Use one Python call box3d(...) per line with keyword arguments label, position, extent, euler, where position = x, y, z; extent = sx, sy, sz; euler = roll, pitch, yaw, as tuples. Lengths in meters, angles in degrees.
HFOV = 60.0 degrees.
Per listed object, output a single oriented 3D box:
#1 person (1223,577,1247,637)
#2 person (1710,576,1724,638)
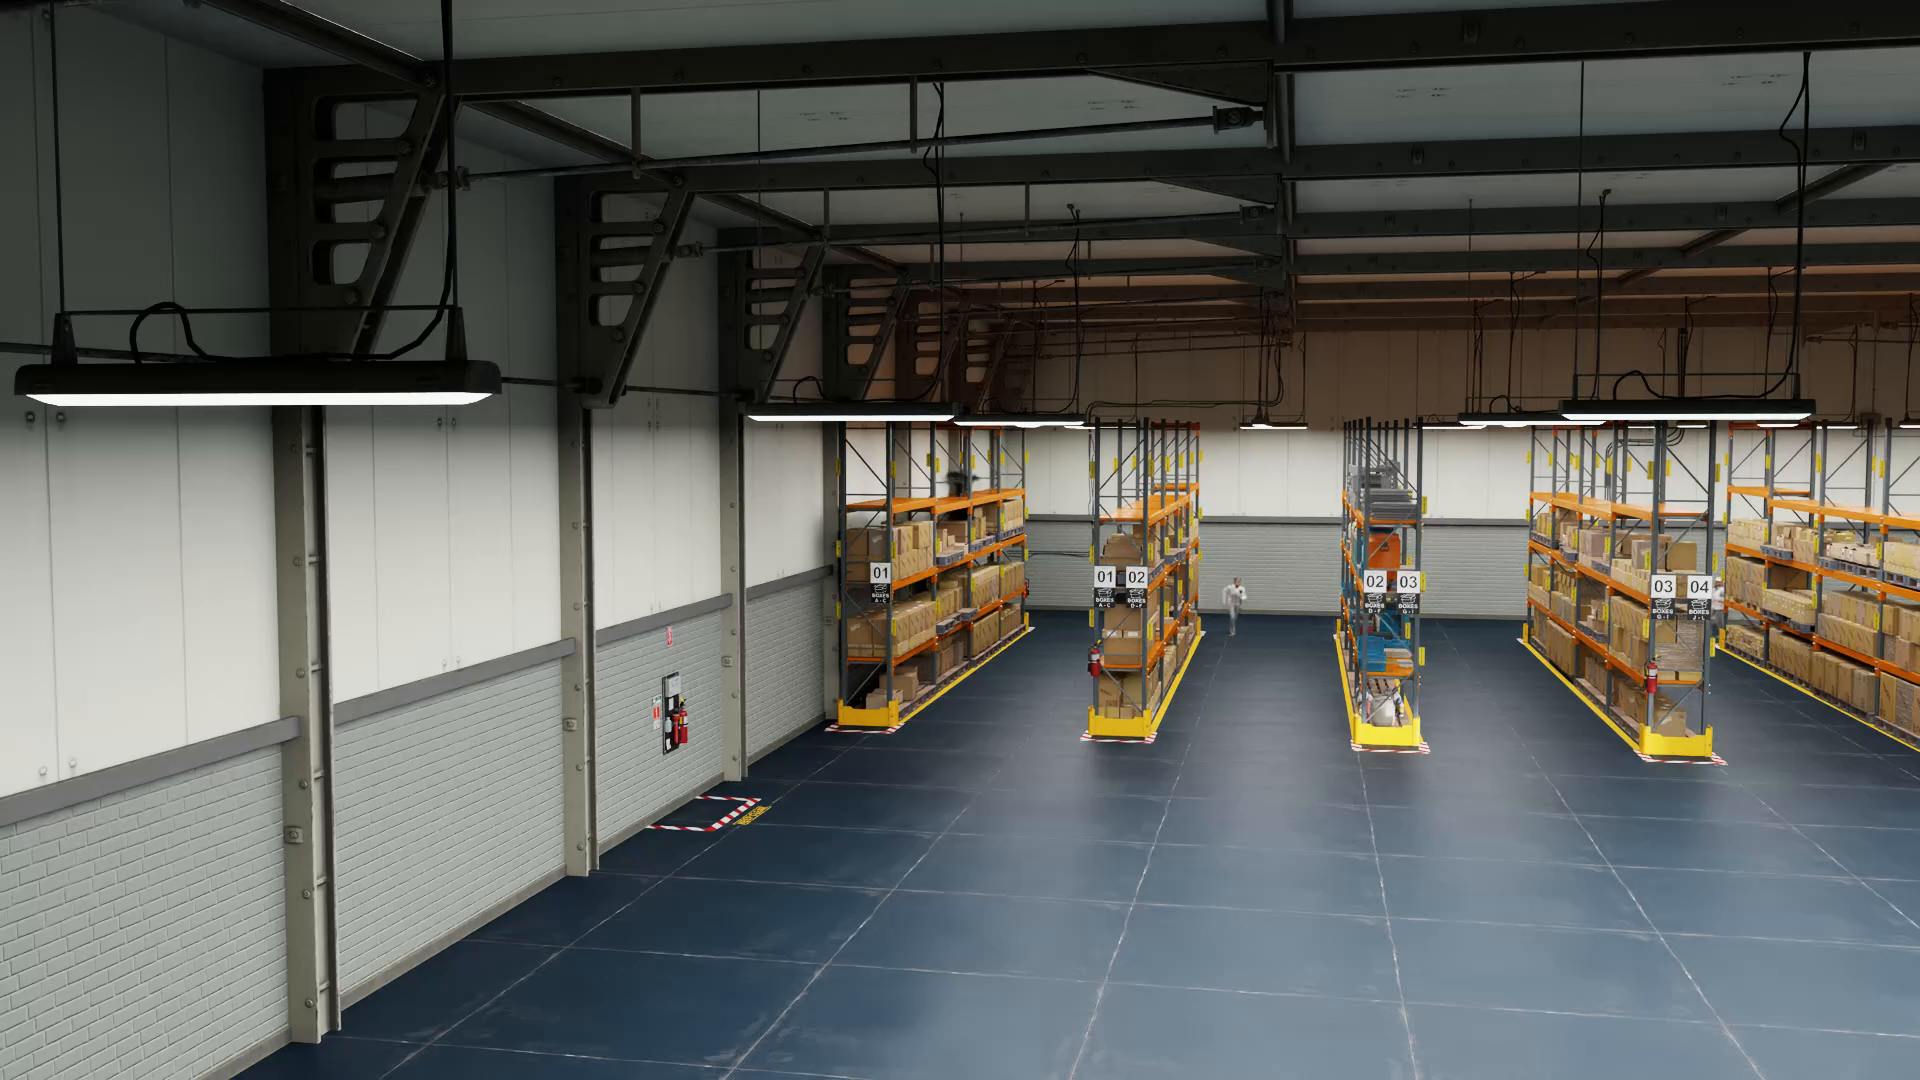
box3d(label="person", position=(7.730, 1.857, 46.840), extent=(0.613, 1.656, 0.877), euler=(-1, 4, -8))
box3d(label="person", position=(20.797, 1.895, 45.586), extent=(0.714, 1.816, 0.672), euler=(-1, 4, -21))
